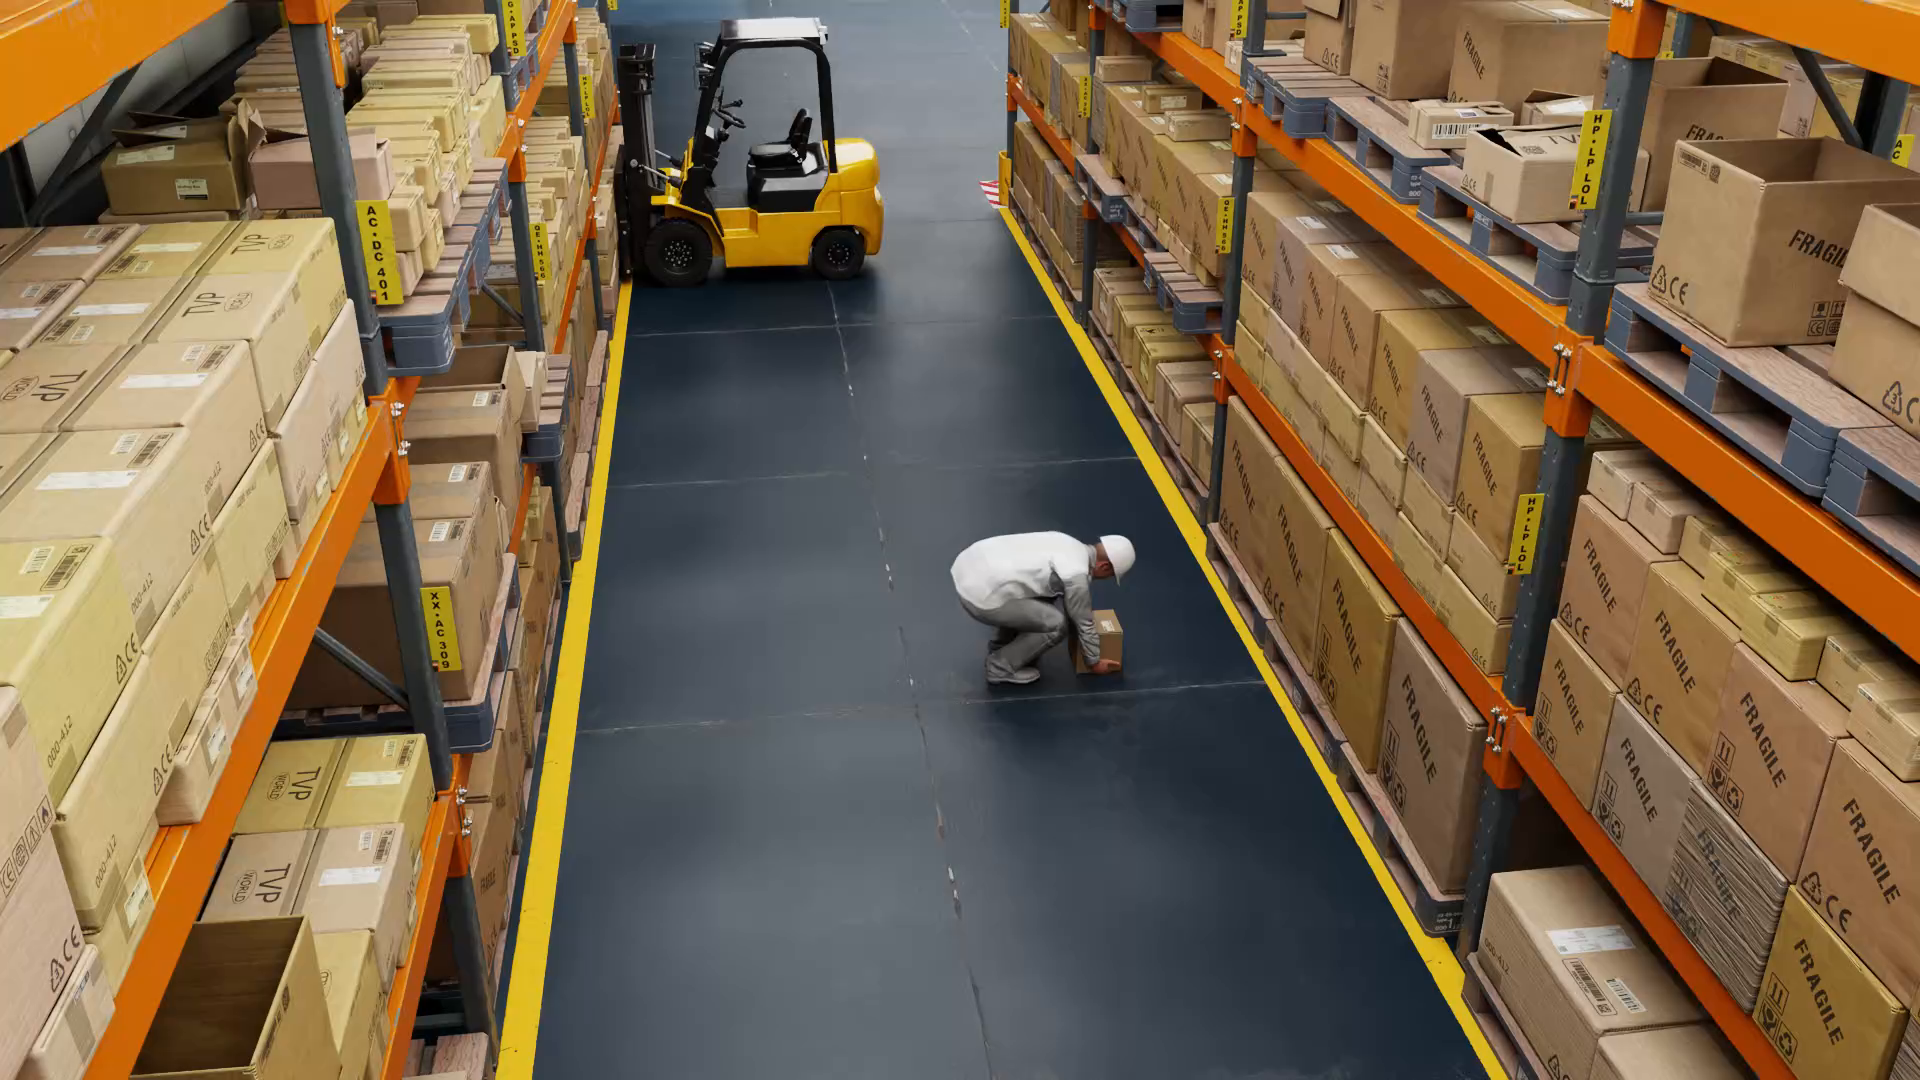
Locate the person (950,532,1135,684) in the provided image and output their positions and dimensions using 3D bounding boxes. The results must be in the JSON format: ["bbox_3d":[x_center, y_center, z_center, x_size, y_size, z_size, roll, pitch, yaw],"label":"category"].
[{"bbox_3d":[0.456,0.341,9.015,0.999,0.815,0.497,-4,27,-8],"label":"person"}]
